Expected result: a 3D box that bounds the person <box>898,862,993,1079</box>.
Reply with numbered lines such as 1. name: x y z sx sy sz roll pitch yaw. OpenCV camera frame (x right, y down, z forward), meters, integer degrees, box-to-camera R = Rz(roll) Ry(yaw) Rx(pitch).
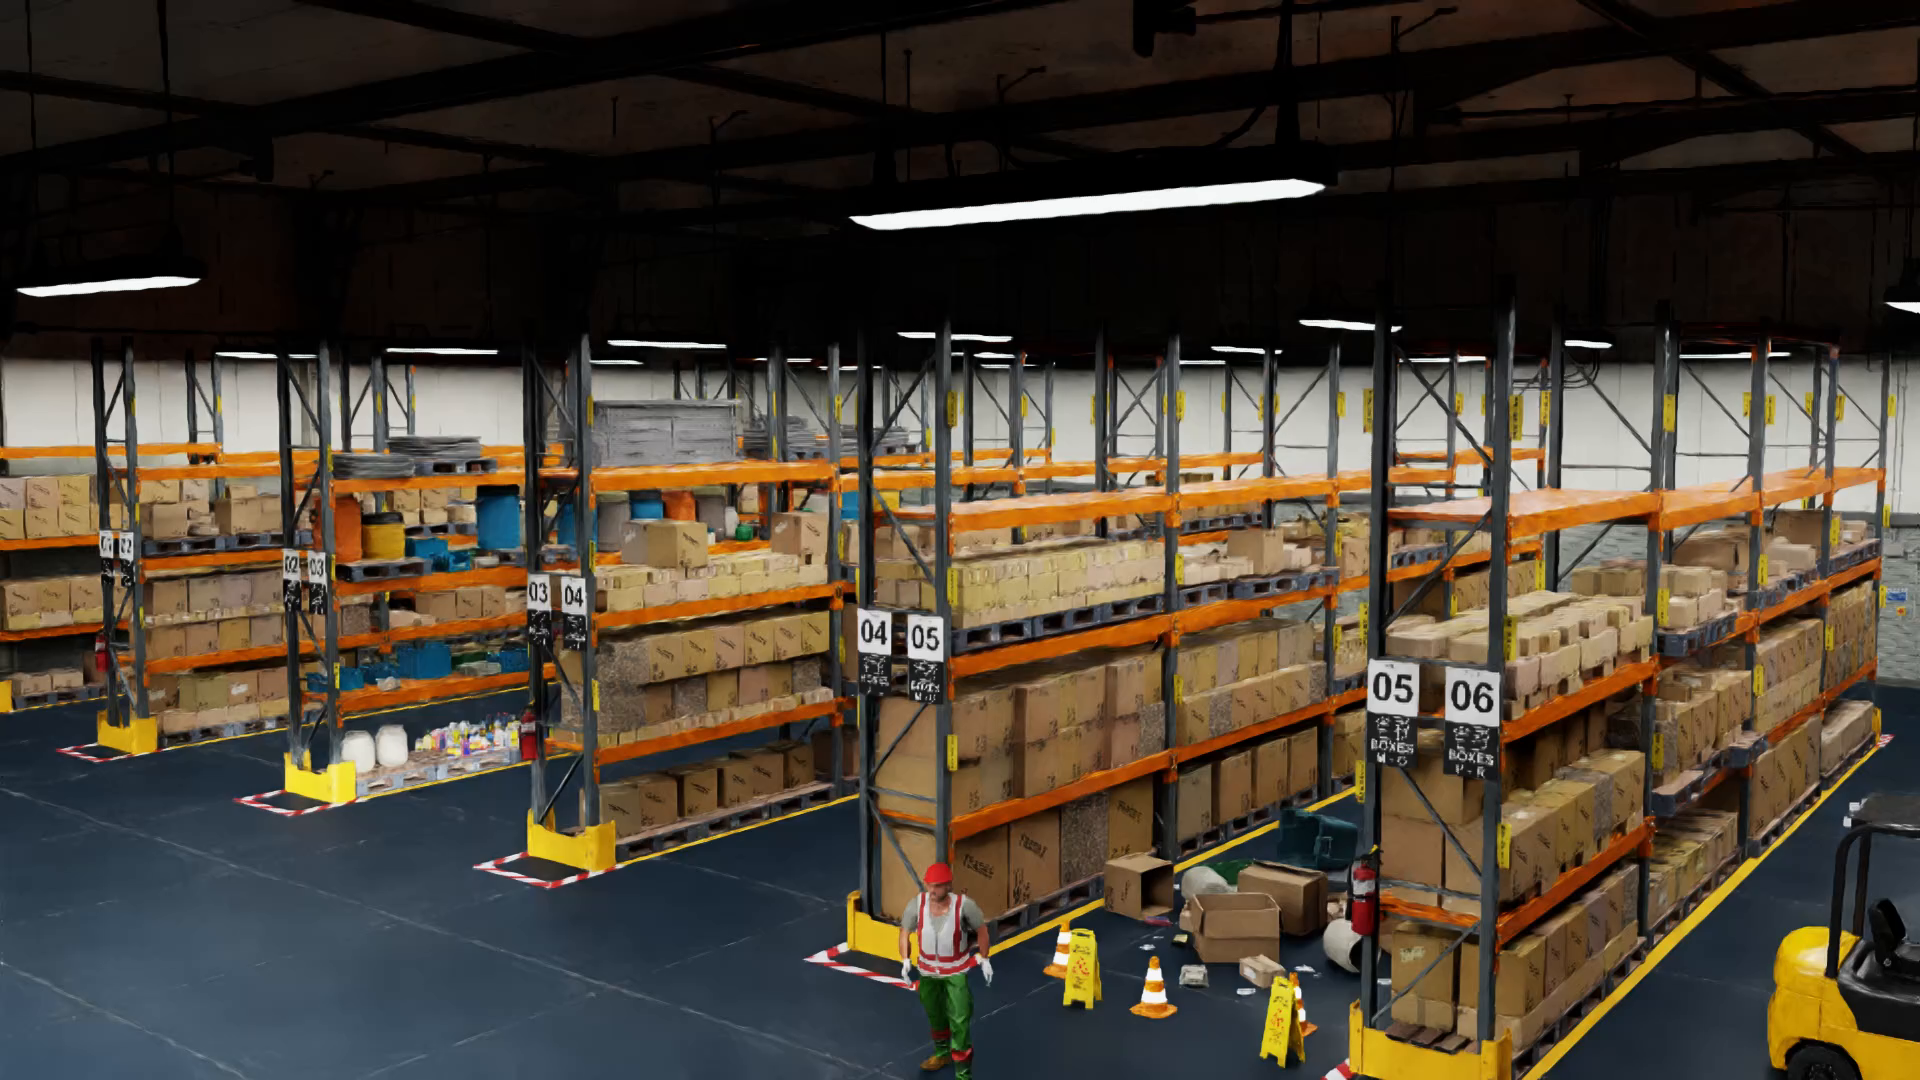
1. person: -0.107 3.217 12.416 0.682 1.718 0.811 2 5 19
